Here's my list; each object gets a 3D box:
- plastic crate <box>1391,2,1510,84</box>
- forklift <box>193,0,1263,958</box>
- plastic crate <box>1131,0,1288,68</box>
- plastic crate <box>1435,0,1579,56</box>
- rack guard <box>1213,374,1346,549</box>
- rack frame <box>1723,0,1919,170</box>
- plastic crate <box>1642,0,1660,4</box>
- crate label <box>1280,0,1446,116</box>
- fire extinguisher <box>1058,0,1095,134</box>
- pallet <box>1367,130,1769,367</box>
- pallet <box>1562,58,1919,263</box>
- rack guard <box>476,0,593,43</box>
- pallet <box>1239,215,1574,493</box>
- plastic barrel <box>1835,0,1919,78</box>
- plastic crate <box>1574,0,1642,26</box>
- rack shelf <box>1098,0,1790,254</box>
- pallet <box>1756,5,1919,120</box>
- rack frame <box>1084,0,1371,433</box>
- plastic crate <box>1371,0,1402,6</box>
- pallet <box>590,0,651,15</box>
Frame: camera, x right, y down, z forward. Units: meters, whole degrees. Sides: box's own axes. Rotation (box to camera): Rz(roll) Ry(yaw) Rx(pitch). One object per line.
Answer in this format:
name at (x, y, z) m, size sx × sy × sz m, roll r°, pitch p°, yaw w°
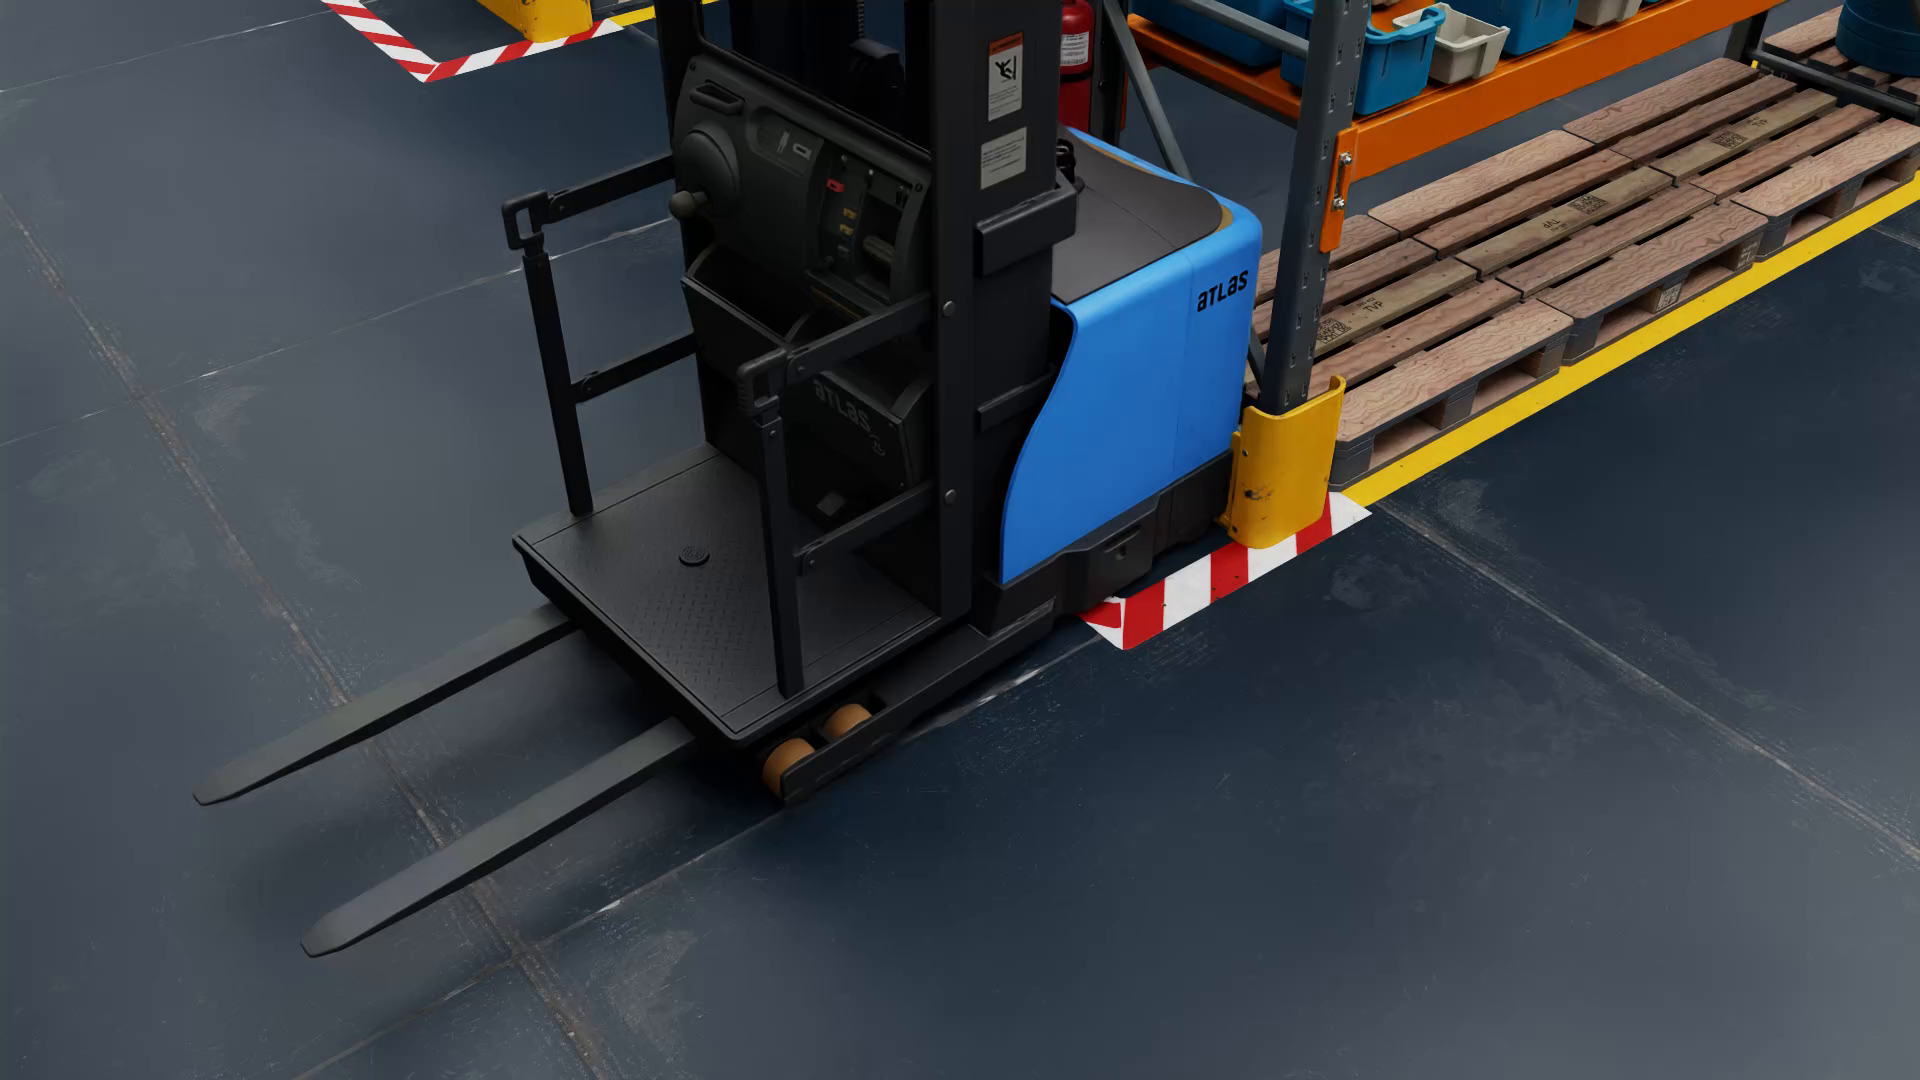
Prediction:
plastic crate at (1.417, -1.423, 4.781) m, size 0.298 × 0.136 × 0.250 m, roll -26°, pitch 46°, yaw -28°
forklift at (-0.561, -0.818, 3.936) m, size 3.031 × 2.935 × 1.130 m, roll -30°, pitch 48°, yaw -31°
plastic crate at (0.867, -1.750, 4.943) m, size 0.499 × 0.435 × 0.616 m, roll -26°, pitch 46°, yaw -28°
plastic crate at (1.634, -1.633, 4.960) m, size 0.300 × 0.233 × 0.416 m, roll -26°, pitch 46°, yaw -28°
rack guard at (0.704, -0.508, 5.475) m, size 0.348 × 0.500 × 1.175 m, roll -26°, pitch 46°, yaw -28°
rack frame at (3.887, -3.036, 6.586) m, size 0.127 × 3.000 × 1.000 m, roll -26°, pitch 46°, yaw -28°
plastic crate at (2.156, -1.887, 5.270) m, size 0.300 × 0.233 × 0.416 m, roll -26°, pitch 46°, yaw -28°
crate label at (1.112, -1.378, 4.650) m, size 0.303 × 0.233 × 0.416 m, roll -26°, pitch 46°, yaw -28°
fire extinguisher at (0.319, -1.486, 5.052) m, size 0.183 × 0.674 × 0.296 m, roll -26°, pitch 46°, yaw -28°
pallet at (2.360, -1.180, 6.522) m, size 1.213 × 0.211 × 1.003 m, roll -26°, pitch 46°, yaw -28°
pallet at (3.328, -1.654, 7.100) m, size 1.213 × 0.211 × 1.003 m, roll -26°, pitch 46°, yaw -28°
rack guard at (-2.322, -3.005, 8.519) m, size 0.348 × 0.500 × 1.175 m, roll -26°, pitch 46°, yaw -28°
pallet at (1.393, -0.711, 5.950) m, size 1.213 × 0.211 × 1.003 m, roll -26°, pitch 46°, yaw -28°
plastic barrel at (4.329, -2.589, 7.364) m, size 0.708 × 0.901 × 0.600 m, roll -26°, pitch 46°, yaw -28°
plastic crate at (1.954, -1.686, 5.100) m, size 0.298 × 0.136 × 0.250 m, roll -26°, pitch 46°, yaw -28°
rack shelf at (2.301, -1.985, 5.872) m, size 4.000 × 0.370 × 1.077 m, roll -26°, pitch 46°, yaw -28°
pallet at (4.524, -2.235, 7.808) m, size 1.213 × 0.211 × 1.003 m, roll -26°, pitch 46°, yaw -28°
rack frame at (0.715, -1.490, 4.701) m, size 0.127 × 3.000 × 1.000 m, roll -26°, pitch 46°, yaw -28°
plastic crate at (1.252, -1.817, 5.261) m, size 0.243 × 0.136 × 0.396 m, roll -26°, pitch 46°, yaw -28°
pallet at (-1.716, -3.251, 9.047) m, size 1.213 × 0.211 × 1.003 m, roll -26°, pitch 46°, yaw -28°
